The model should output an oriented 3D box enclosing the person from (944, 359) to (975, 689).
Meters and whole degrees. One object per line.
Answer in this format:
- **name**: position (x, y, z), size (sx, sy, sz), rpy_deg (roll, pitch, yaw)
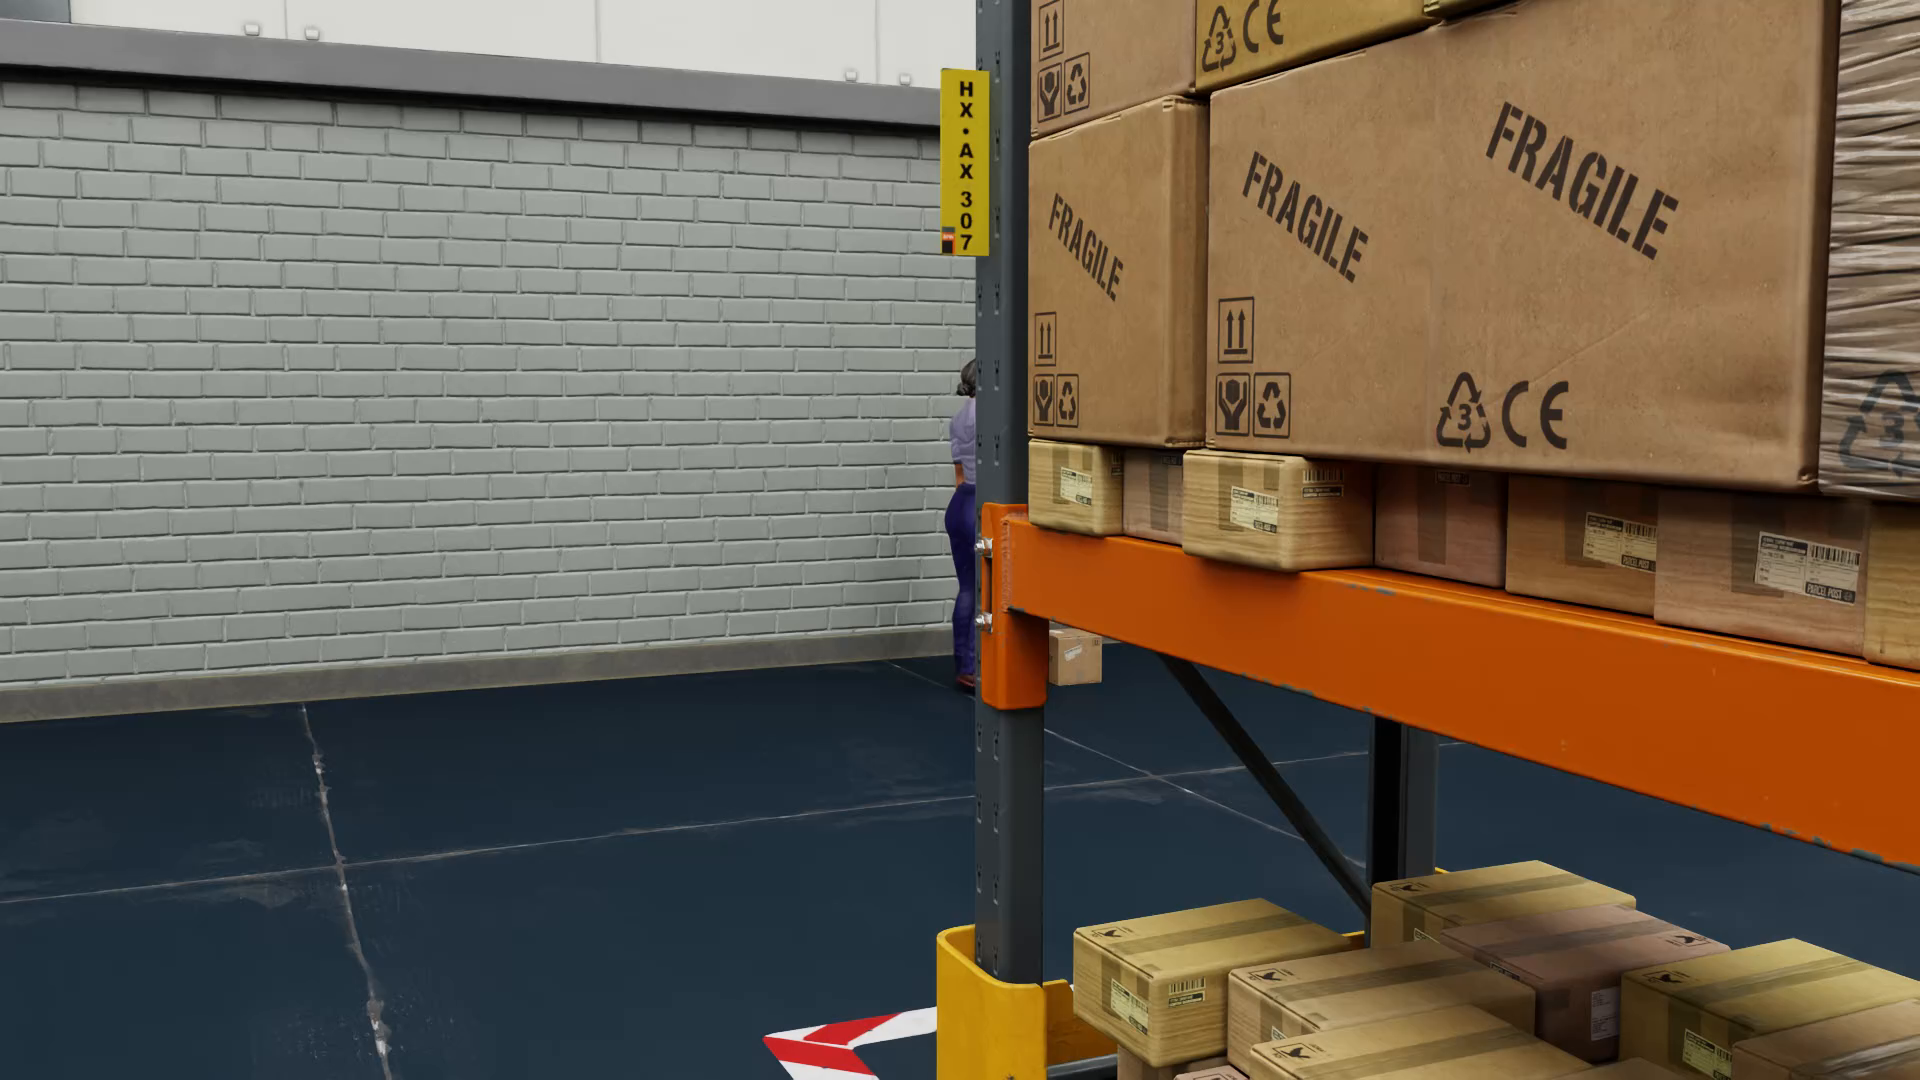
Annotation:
- **person**: position (0.119, -0.068, 8.307), size (0.377, 1.672, 0.517), rpy_deg (-2, 6, -24)
